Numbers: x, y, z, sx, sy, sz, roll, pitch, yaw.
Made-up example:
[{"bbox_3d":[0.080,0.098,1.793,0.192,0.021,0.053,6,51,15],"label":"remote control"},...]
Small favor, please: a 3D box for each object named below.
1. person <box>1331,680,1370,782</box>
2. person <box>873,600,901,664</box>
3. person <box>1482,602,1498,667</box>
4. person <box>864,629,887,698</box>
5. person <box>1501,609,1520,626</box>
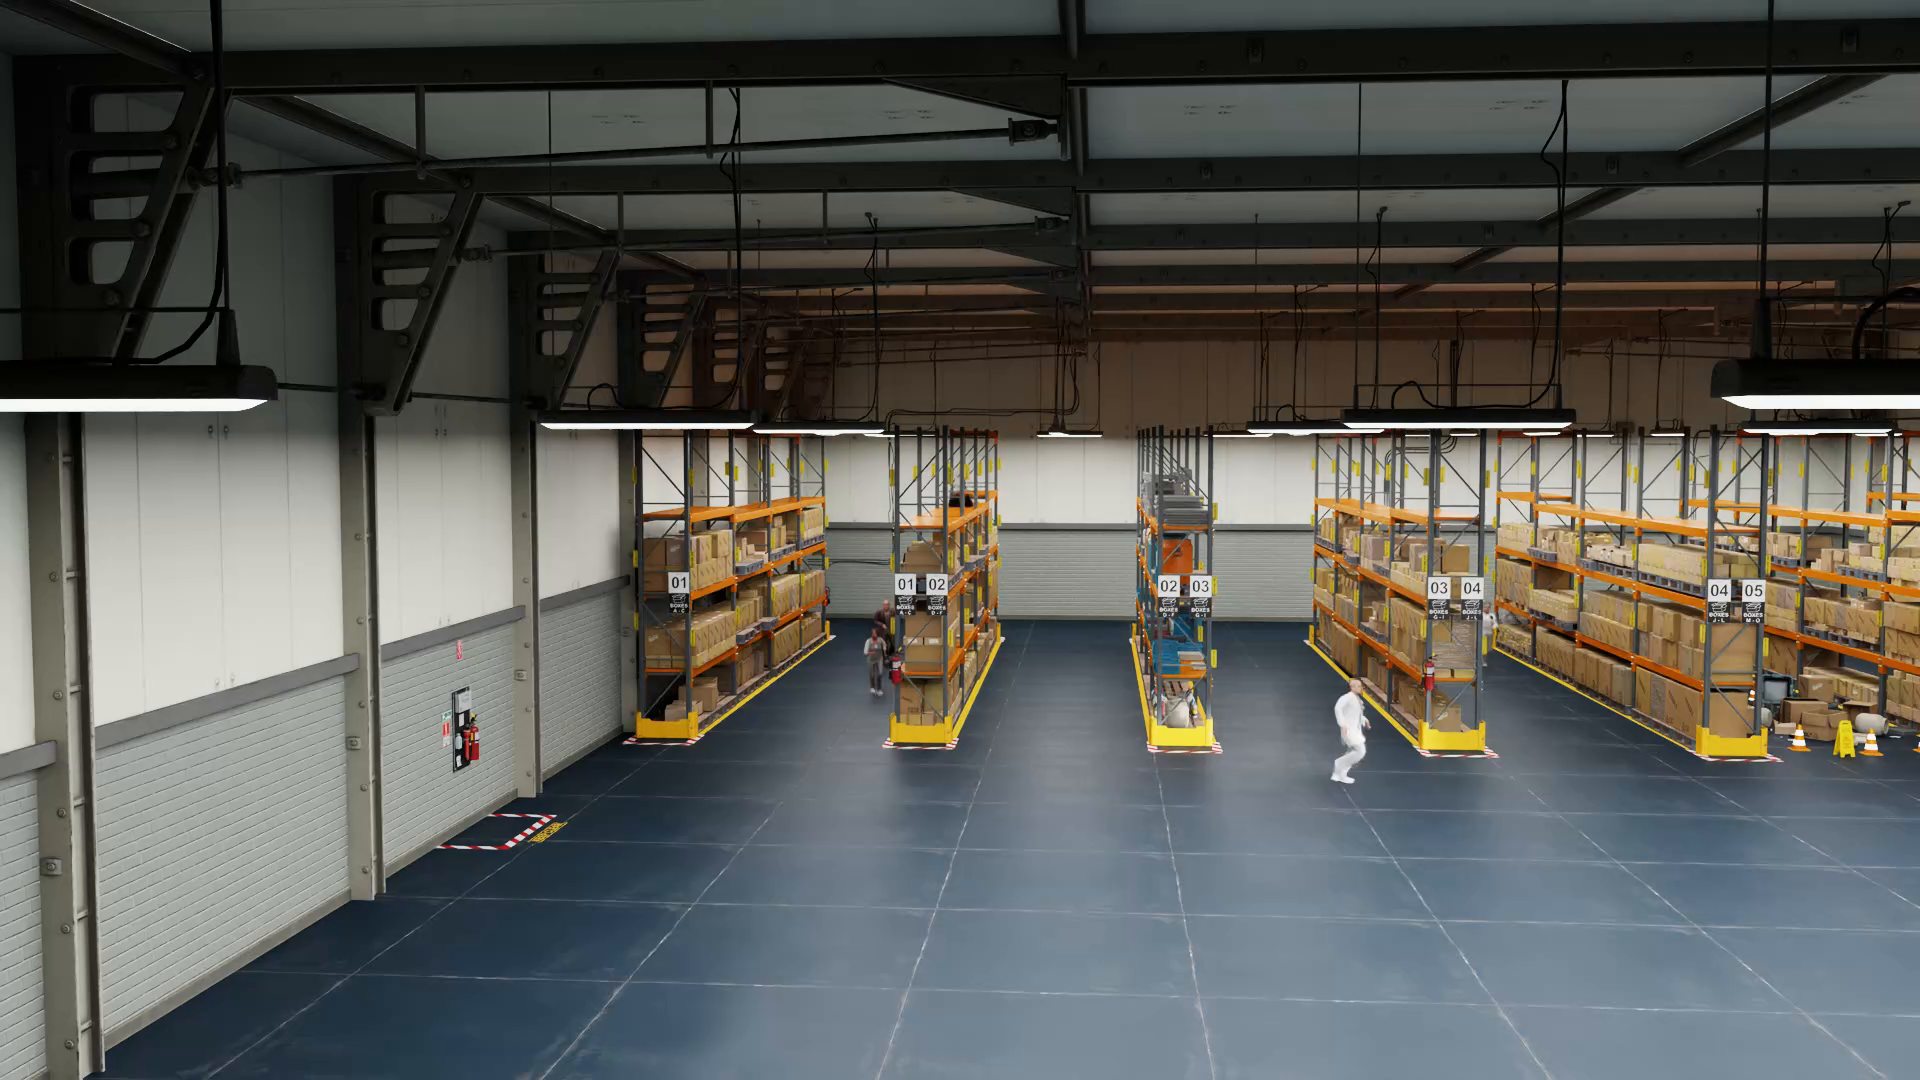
[{"bbox_3d":[6.496,3.191,27.709,0.600,1.738,0.795,2,4,35],"label":"person"},{"bbox_3d":[-1.854,2.350,42.289,0.702,1.668,0.855,0,3,-5],"label":"person"},{"bbox_3d":[13.157,2.369,41.689,0.499,1.655,0.620,0,3,0],"label":"person"},{"bbox_3d":[-1.881,2.726,37.078,0.539,1.544,0.898,0,3,-7],"label":"person"},{"bbox_3d":[15.917,1.926,48.009,0.939,1.788,0.639,-2,4,-33],"label":"person"}]
